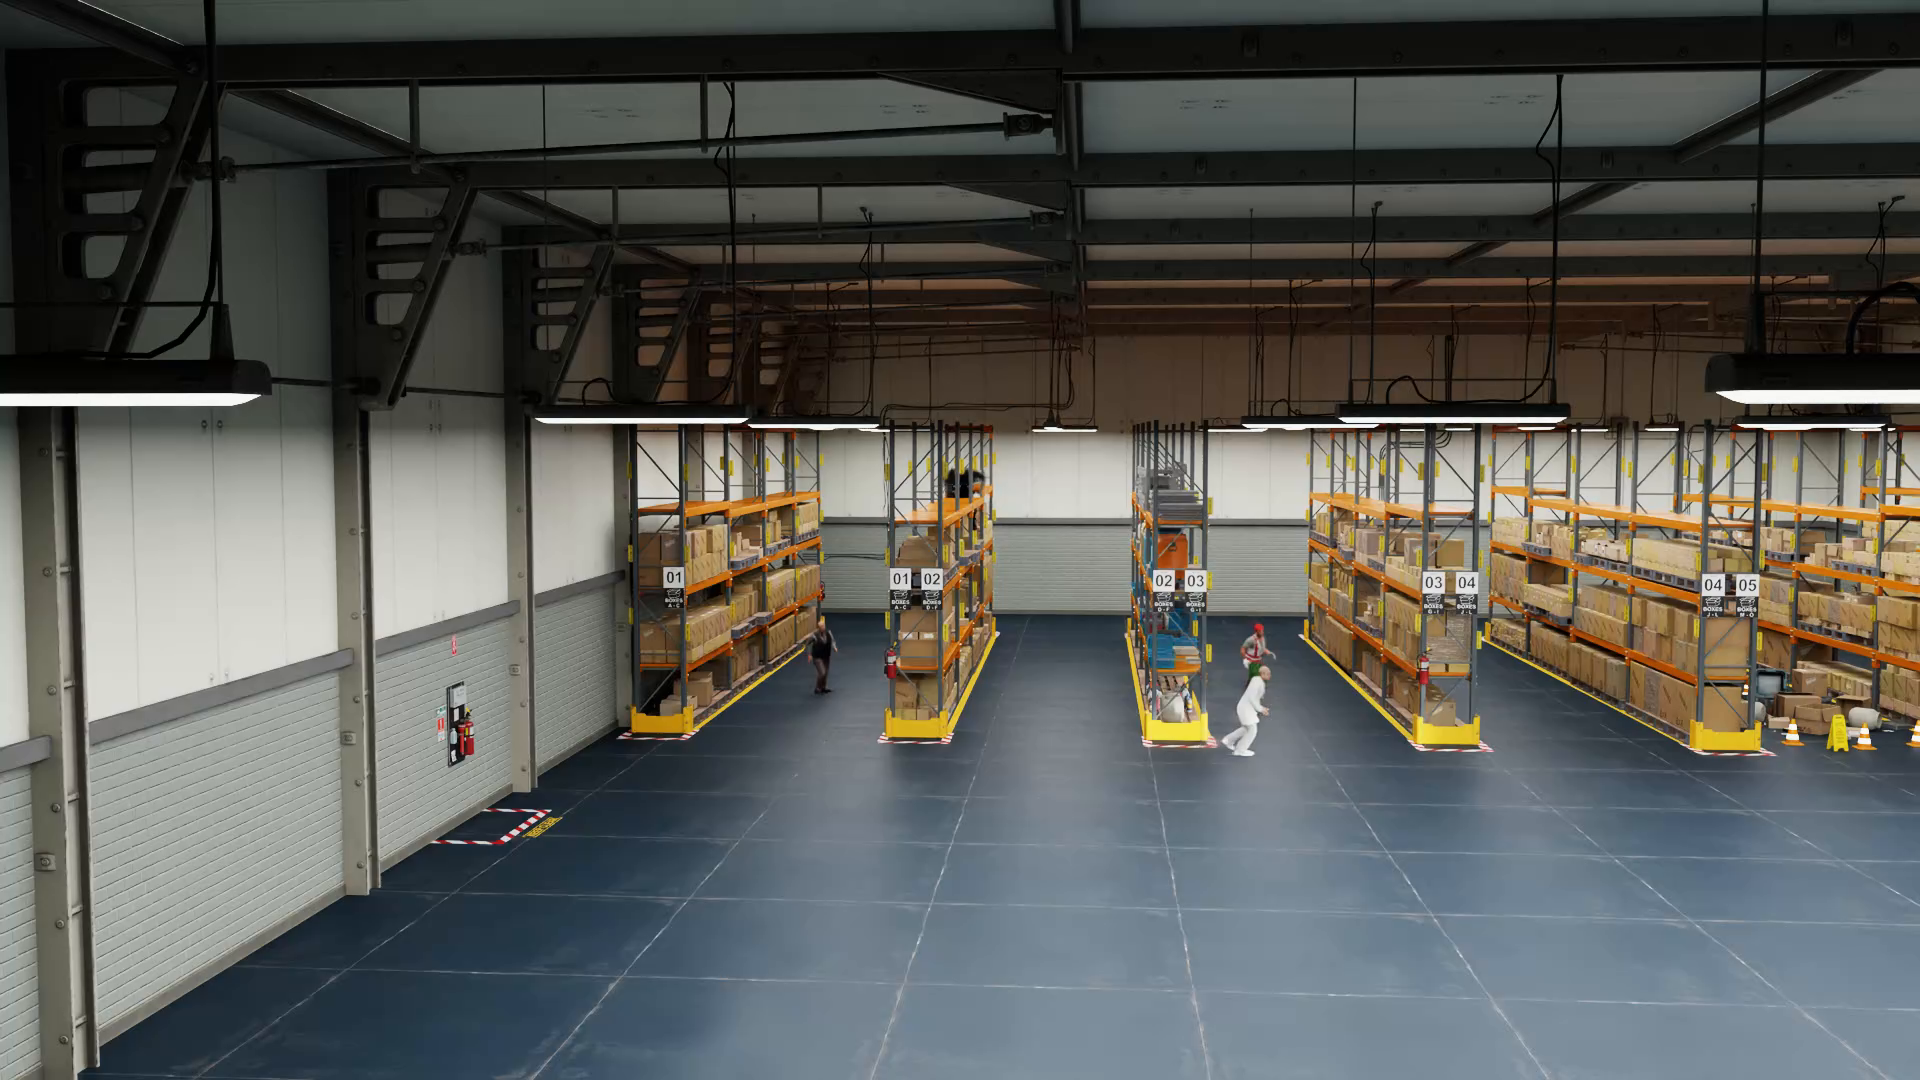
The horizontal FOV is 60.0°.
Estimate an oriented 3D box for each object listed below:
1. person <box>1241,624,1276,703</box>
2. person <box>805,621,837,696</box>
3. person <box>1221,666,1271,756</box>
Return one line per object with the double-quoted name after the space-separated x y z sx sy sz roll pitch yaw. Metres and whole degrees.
6.345 2.638 35.612 0.837 1.737 0.685 3 5 42 "person"
-3.009 2.614 36.597 0.666 1.686 0.826 -3 5 -43 "person"
5.084 3.030 29.558 0.882 1.628 0.666 1 4 16 "person"
